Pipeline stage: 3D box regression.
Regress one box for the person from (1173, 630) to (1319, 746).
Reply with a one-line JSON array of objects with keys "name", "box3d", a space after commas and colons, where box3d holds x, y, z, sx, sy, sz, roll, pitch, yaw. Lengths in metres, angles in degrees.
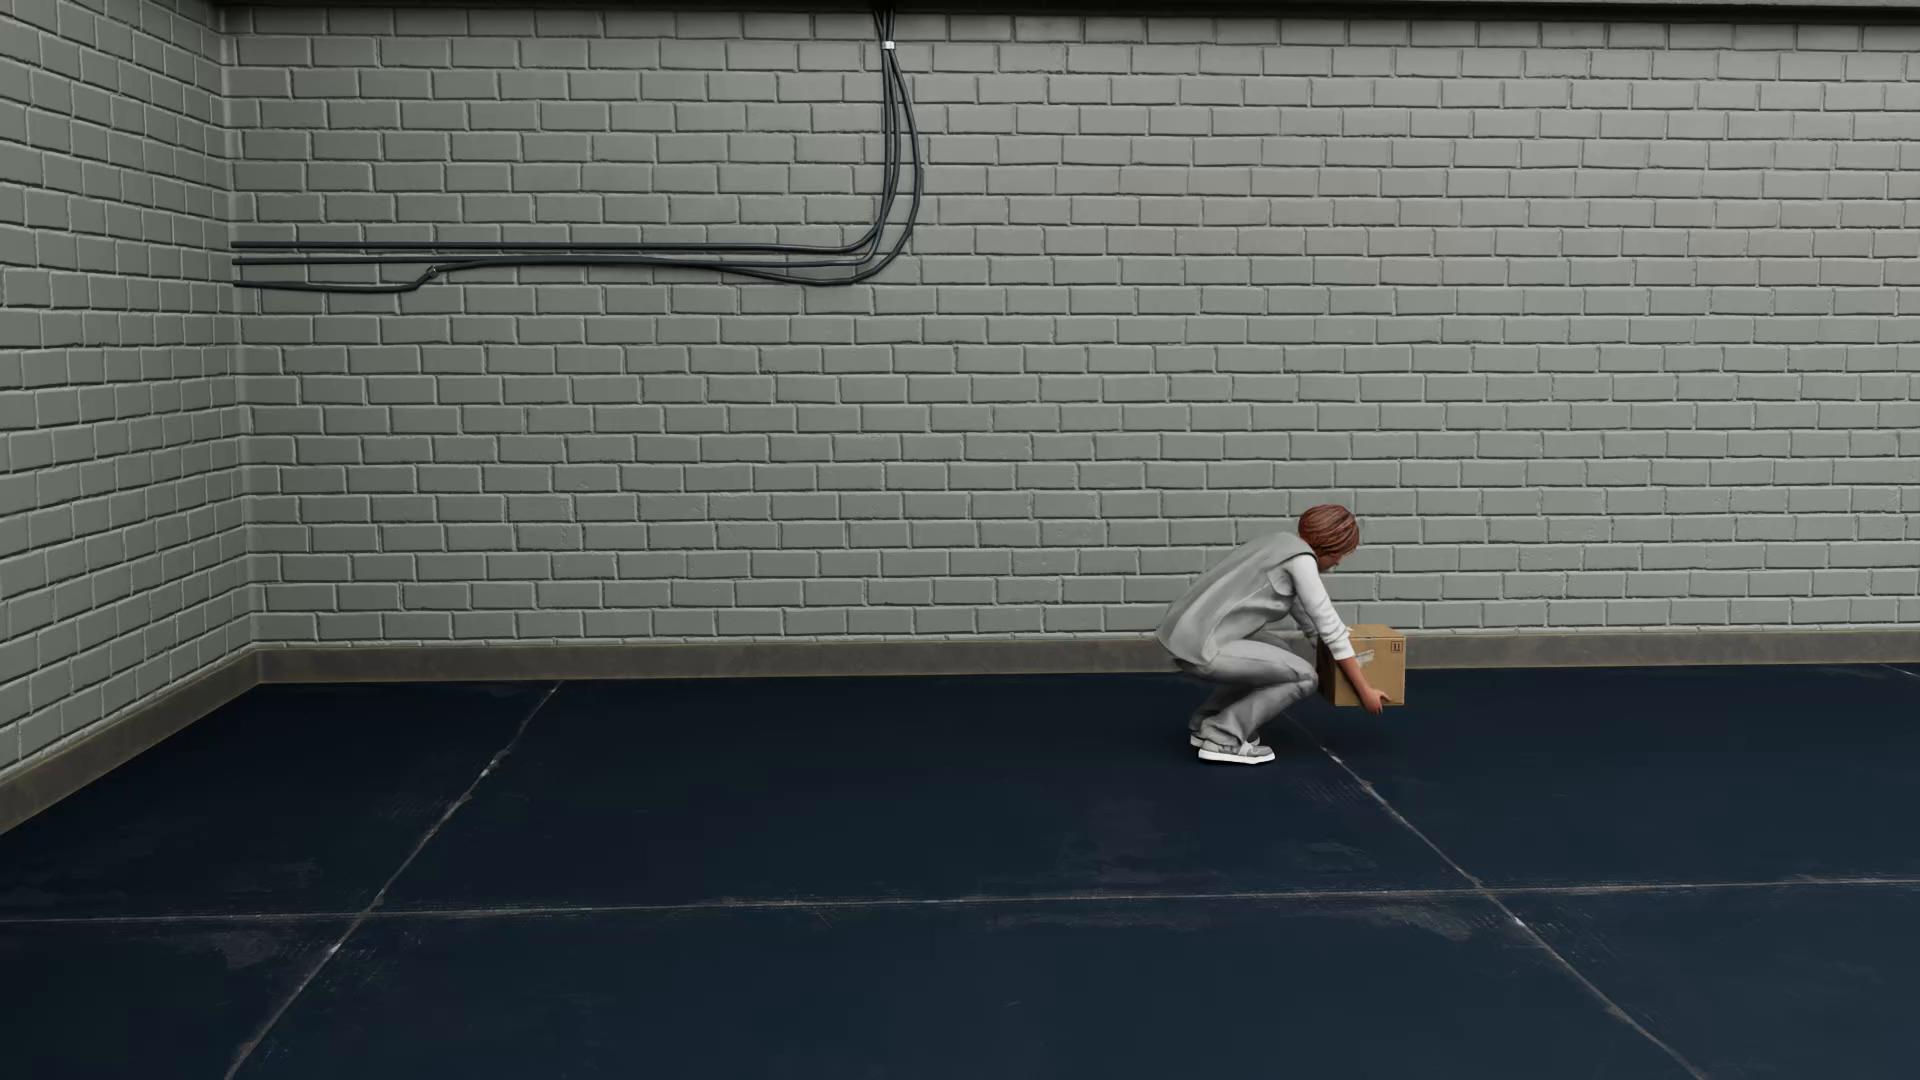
[{"name": "person", "box3d": [0.994, 0.524, 5.987, 0.522, 0.377, 0.425, -1, 7, -5]}]
